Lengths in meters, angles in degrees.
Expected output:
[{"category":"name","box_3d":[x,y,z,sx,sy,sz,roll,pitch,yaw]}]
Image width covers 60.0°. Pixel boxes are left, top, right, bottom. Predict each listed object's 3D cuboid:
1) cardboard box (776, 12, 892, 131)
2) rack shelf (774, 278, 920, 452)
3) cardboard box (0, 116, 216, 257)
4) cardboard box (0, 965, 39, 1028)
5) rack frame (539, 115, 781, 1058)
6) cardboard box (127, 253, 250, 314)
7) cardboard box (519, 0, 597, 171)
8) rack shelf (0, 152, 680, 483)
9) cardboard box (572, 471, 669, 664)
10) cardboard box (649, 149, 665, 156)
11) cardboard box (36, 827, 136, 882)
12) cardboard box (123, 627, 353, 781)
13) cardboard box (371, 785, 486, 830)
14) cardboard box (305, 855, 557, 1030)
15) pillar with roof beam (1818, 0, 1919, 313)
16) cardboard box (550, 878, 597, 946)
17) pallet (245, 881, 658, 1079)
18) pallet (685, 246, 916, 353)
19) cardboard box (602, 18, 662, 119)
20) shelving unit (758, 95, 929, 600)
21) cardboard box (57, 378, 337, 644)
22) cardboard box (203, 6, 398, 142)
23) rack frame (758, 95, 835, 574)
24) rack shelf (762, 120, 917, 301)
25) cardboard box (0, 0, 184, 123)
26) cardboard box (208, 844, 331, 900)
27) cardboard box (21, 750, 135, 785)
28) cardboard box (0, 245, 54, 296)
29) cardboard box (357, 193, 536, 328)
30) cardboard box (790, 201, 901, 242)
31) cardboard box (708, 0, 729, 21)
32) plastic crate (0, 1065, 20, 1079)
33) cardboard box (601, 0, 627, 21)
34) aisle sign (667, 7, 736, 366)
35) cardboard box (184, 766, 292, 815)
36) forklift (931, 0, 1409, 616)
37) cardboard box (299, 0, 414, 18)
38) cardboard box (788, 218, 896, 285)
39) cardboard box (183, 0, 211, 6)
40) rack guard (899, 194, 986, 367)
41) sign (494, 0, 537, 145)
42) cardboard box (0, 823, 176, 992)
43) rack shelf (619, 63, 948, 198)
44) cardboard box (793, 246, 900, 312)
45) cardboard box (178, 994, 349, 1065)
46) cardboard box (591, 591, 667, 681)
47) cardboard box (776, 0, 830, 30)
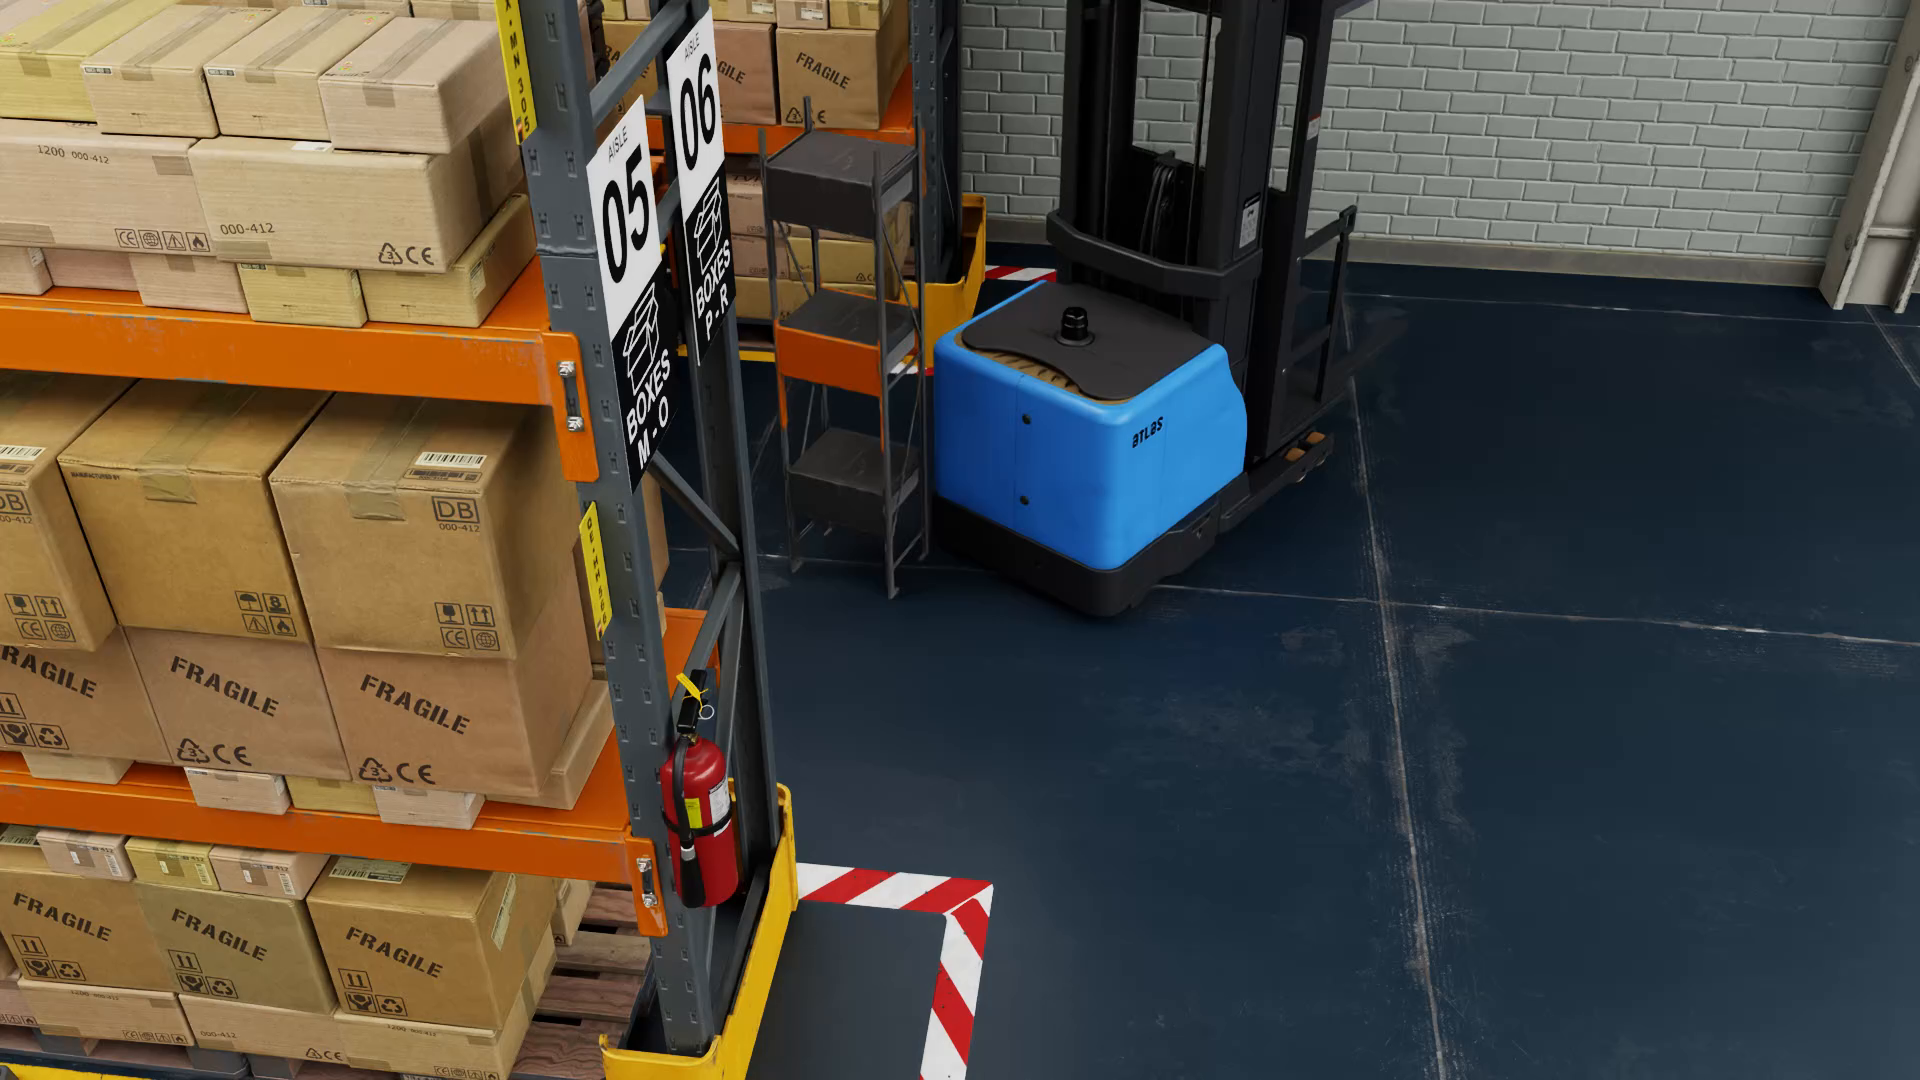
[{"category":"cardboard box","box_3d":[-0.633,-2.431,8.488,0.500,0.500,0.500,4,36,5]},{"category":"rack shelf","box_3d":[-0.457,-0.741,7.003,0.480,0.518,0.431,14,38,19]},{"category":"cardboard box","box_3d":[-1.779,-0.854,3.656,0.500,0.250,0.500,4,36,5]},{"category":"cardboard box","box_3d":[-3.099,1.277,5.384,0.500,0.250,0.500,4,36,5]},{"category":"rack frame","box_3d":[-0.740,0.355,4.670,0.127,3.000,1.000,4,36,6]},{"category":"cardboard box","box_3d":[-1.639,-0.668,3.737,0.250,0.149,0.380,5,36,7]},{"category":"cardboard box","box_3d":[-1.204,-1.117,4.023,0.500,0.250,0.500,4,36,5]},{"category":"rack shelf","box_3d":[-2.723,-0.721,4.215,4.000,0.370,1.077,4,36,6]},{"category":"cardboard box","box_3d":[-1.174,-0.002,4.828,0.500,0.500,0.500,4,36,5]},{"category":"cardboard box","box_3d":[-1.616,-1.884,8.953,0.500,0.250,0.500,5,36,7]},{"category":"cardboard box","box_3d":[-2.450,0.796,4.855,0.250,0.149,0.380,6,36,8]},{"category":"cardboard box","box_3d":[-1.809,0.272,4.444,0.500,0.500,0.500,4,36,6]},{"category":"cardboard box","box_3d":[-1.403,0.598,4.546,0.250,0.149,0.380,4,36,5]},{"category":"cardboard box","box_3d":[-1.567,1.089,5.002,0.500,0.500,0.500,4,36,6]},{"category":"pillar with roof beam","box_3d":[4.716,-2.593,3.638,0.400,9.000,9.100,4,36,6]},{"category":"cardboard box","box_3d":[-1.504,1.084,5.654,0.500,0.250,0.500,4,36,6]},{"category":"pallet","box_3d":[-1.616,1.404,5.601,1.213,0.211,1.003,4,36,6]},{"category":"pallet","box_3d":[-0.875,-1.403,9.534,1.213,0.211,1.003,4,36,6]},{"category":"cardboard box","box_3d":[-1.654,-2.512,8.602,0.500,0.500,0.500,4,36,5]},{"category":"shelving unit","box_3d":[-0.457,-0.752,6.995,0.503,2.100,0.431,14,38,19]},{"category":"cardboard box","box_3d":[-1.775,-0.167,4.200,0.500,0.500,0.700,5,36,6]},{"category":"cardboard box","box_3d":[-1.364,-0.984,3.495,0.250,0.149,0.380,5,36,7]},{"category":"rack frame","box_3d":[-0.680,-0.809,7.075,0.015,2.100,0.400,14,38,19]},{"category":"rack shelf","box_3d":[-0.459,-1.311,6.596,0.480,0.518,0.431,14,38,19]},{"category":"cardboard box","box_3d":[-1.864,-1.041,3.574,0.250,0.149,0.380,4,36,6]},{"category":"cardboard box","box_3d":[-1.940,0.837,4.797,0.250,0.149,0.380,5,36,7]},{"category":"cardboard box","box_3d":[-2.415,0.499,4.685,0.250,0.149,0.380,4,36,5]},{"category":"cardboard box","box_3d":[-2.135,-0.716,3.805,0.250,0.149,0.380,4,36,6]},{"category":"cardboard box","box_3d":[-1.129,-0.629,3.683,0.250,0.149,0.380,4,36,6]},{"category":"cardboard box","box_3d":[-0.608,-1.818,8.860,0.500,0.250,0.500,5,36,8]},{"category":"cardboard box","box_3d":[-1.242,-2.755,8.384,0.250,0.149,0.380,4,36,6]},{"category":"plastic crate","box_3d":[-3.254,1.836,5.108,0.583,0.080,0.402,-7,36,-10]},{"category":"cardboard box","box_3d":[-1.766,-2.755,8.384,0.250,0.149,0.380,5,36,6]},{"category":"aisle sign","box_3d":[-0.639,-0.877,4.159,0.004,0.787,0.394,4,36,6]},{"category":"cardboard box","box_3d":[-1.914,0.565,4.592,0.250,0.149,0.380,5,36,7]},{"category":"forklift","box_3d":[1.205,-1.647,7.534,1.130,2.935,3.031,26,43,32]},{"category":"cardboard box","box_3d":[-1.318,-1.242,3.855,0.250,0.149,0.380,4,36,6]},{"category":"cardboard box","box_3d":[-0.634,-1.616,9.008,0.500,0.250,0.500,4,36,5]},{"category":"cardboard box","box_3d":[-1.798,-1.357,4.017,0.250,0.149,0.380,4,36,6]},{"category":"rack guard","box_3d":[-0.087,-1.486,9.402,0.348,0.500,1.175,4,36,6]},{"category":"sign","box_3d":[-0.830,-0.908,3.096,0.005,0.325,0.100,4,36,6]},{"category":"cardboard box","box_3d":[-2.585,1.011,5.111,0.500,0.500,0.500,3,36,5]},{"category":"rack shelf","box_3d":[-2.095,-2.360,9.094,4.000,0.370,1.077,4,36,6]},{"category":"cardboard box","box_3d":[-0.617,-1.410,9.148,0.500,0.250,0.500,5,36,6]},{"category":"cardboard box","box_3d":[-2.088,1.356,5.274,0.500,0.250,0.500,4,36,6]},{"category":"cardboard box","box_3d":[-1.050,0.313,4.946,0.250,0.149,0.380,4,36,6]},{"category":"cardboard box","box_3d":[-0.748,-2.676,8.273,0.250,0.149,0.380,5,36,7]}]
